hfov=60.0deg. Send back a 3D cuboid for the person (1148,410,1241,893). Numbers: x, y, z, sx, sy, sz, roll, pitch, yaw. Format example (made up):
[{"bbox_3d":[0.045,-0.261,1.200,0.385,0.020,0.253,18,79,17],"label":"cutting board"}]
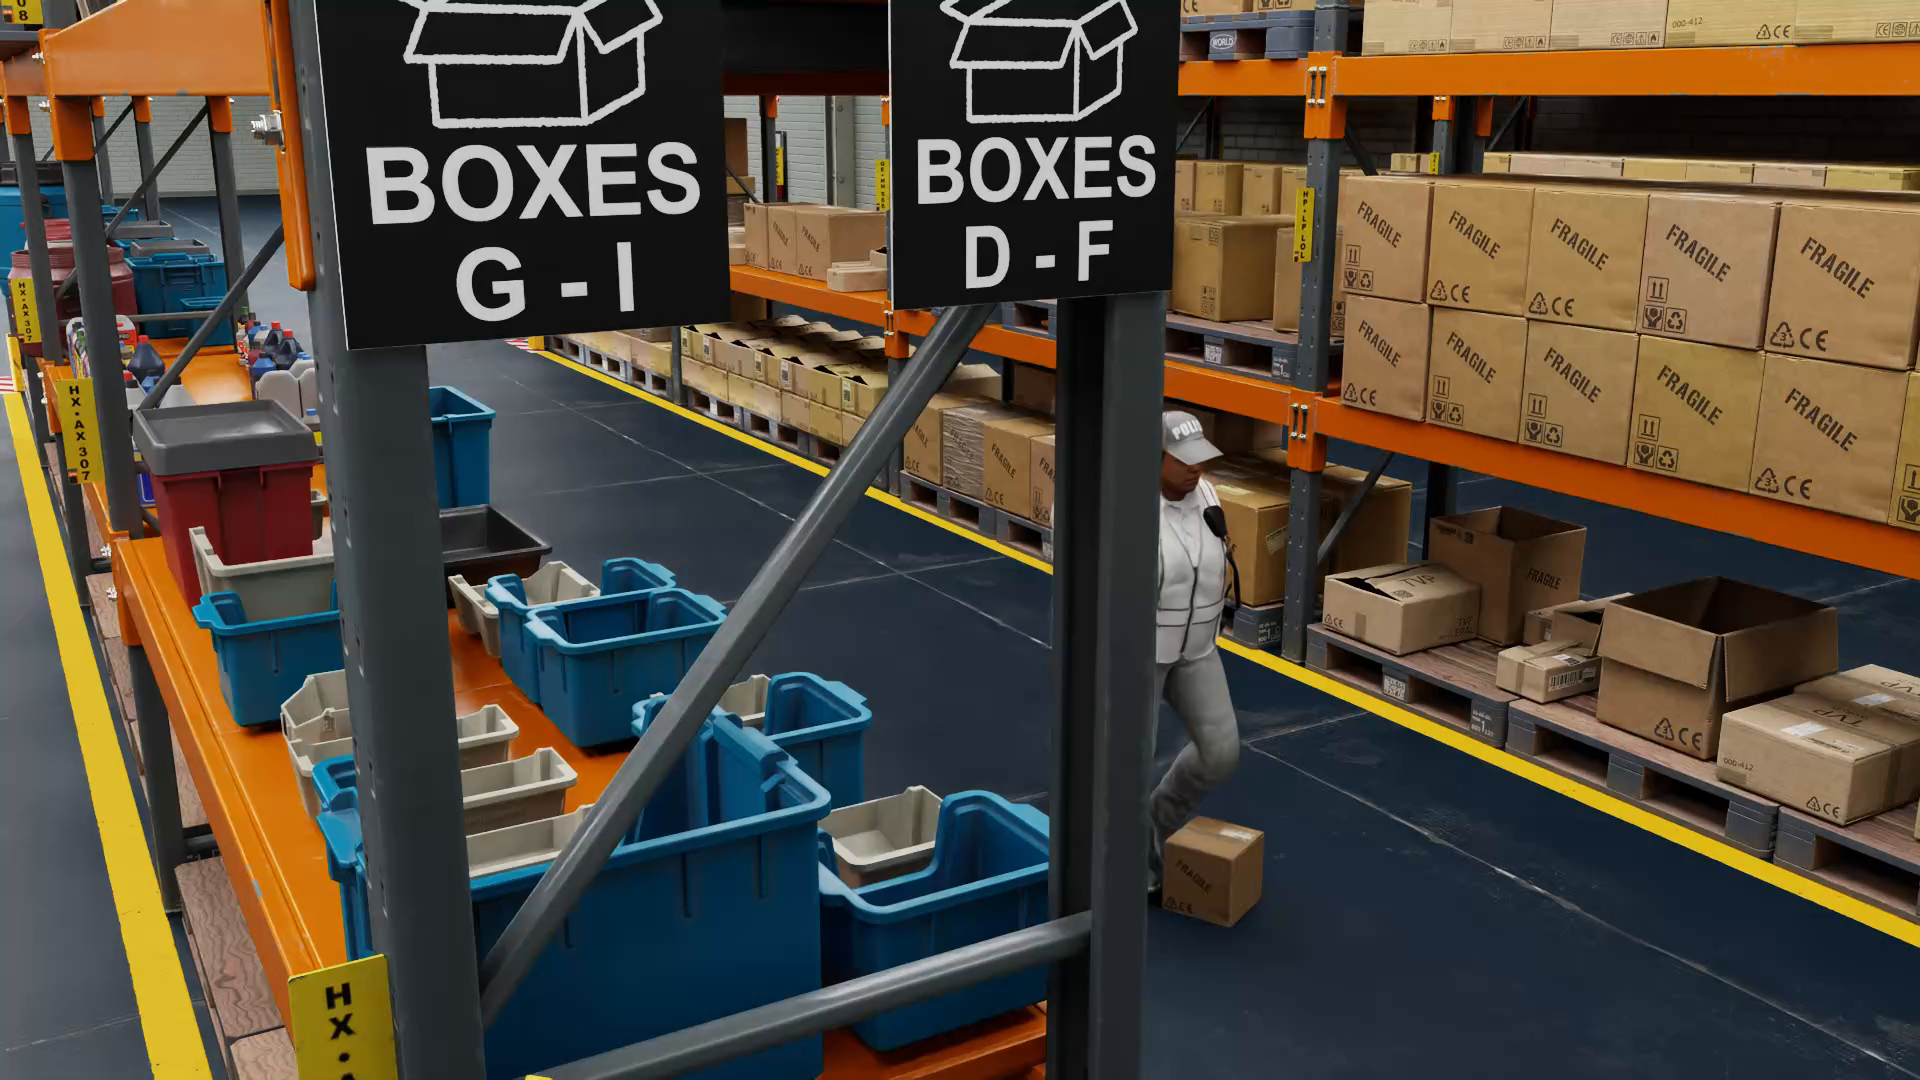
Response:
[{"bbox_3d":[0.676,0.393,5.539,0.493,1.690,0.449,-7,17,-25],"label":"person"}]
